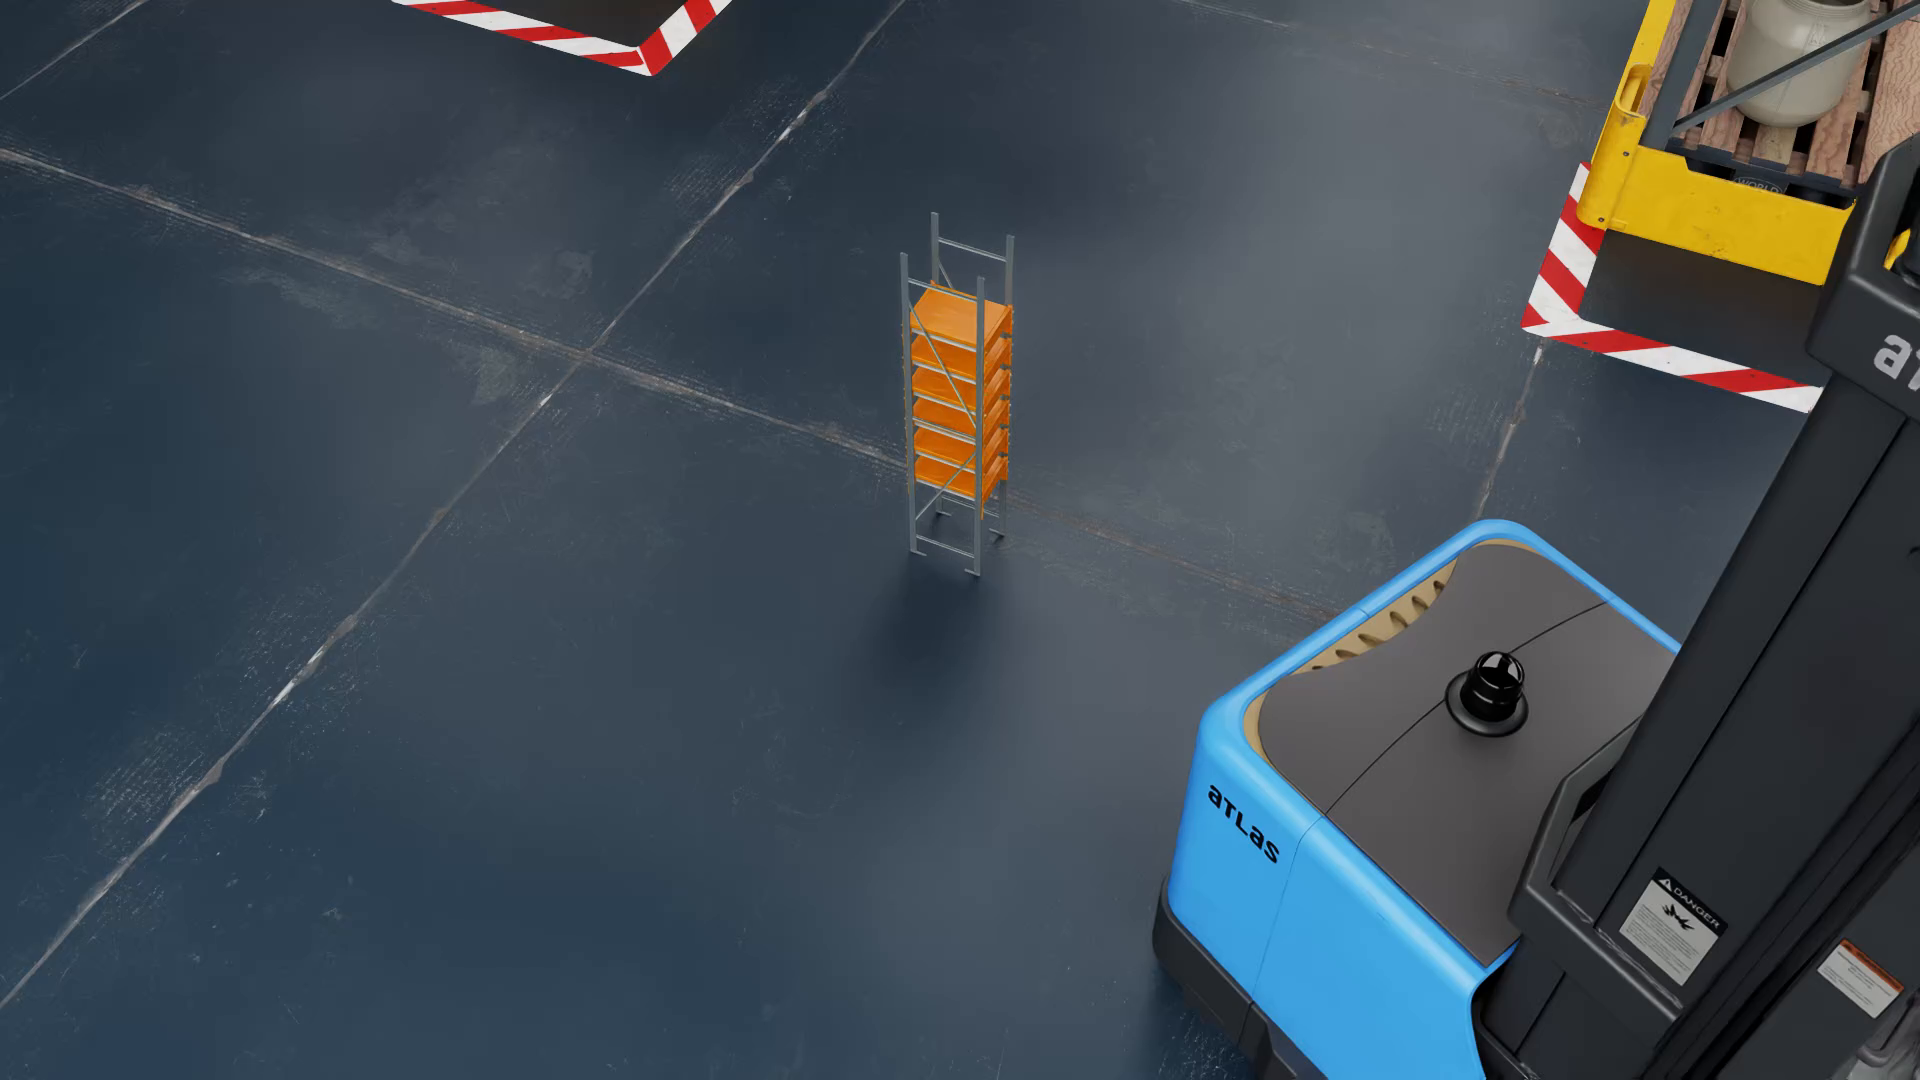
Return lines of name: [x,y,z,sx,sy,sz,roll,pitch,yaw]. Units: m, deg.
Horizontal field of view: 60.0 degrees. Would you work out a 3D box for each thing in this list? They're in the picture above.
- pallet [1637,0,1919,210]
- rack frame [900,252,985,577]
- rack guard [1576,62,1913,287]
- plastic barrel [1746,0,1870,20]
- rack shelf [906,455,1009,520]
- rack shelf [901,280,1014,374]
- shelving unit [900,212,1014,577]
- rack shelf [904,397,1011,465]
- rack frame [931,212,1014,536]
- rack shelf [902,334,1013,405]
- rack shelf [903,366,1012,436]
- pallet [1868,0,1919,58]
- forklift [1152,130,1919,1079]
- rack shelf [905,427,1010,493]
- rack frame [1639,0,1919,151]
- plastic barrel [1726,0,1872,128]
pallet: [3.265,-1.758,6.607,1.003,0.211,1.213,20,52,16]
rack frame: [-0.045,-0.316,4.731,0.240,1.200,0.006,20,52,16]
rack guard: [2.913,-1.294,6.023,1.175,0.500,0.348,20,52,16]
plastic barrel: [3.349,-2.189,6.501,0.421,0.512,0.421,0,50,0]
rack shelf: [-0.006,-0.195,5.001,0.258,0.103,0.180,20,52,16]
rack shelf: [-0.006,-0.583,4.544,0.258,0.103,0.180,20,52,16]
shelving unit: [-0.006,-0.379,4.785,0.258,1.200,0.189,20,52,16]
rack shelf: [-0.006,-0.350,4.818,0.258,0.103,0.180,20,52,16]
rack frame: [0.033,-0.442,4.838,0.240,1.200,0.006,20,52,16]
rack shelf: [-0.006,-0.506,4.636,0.258,0.103,0.180,20,52,16]
rack shelf: [-0.006,-0.428,4.727,0.258,0.103,0.180,20,52,16]
pallet: [3.787,-2.595,7.320,1.003,0.211,1.213,20,52,16]
forklift: [1.792,0.784,2.659,1.130,2.935,3.031,-31,56,-23]
rack shelf: [-0.006,-0.272,4.910,0.258,0.103,0.180,20,52,16]
rack frame: [2.923,-2.036,5.013,1.000,3.000,0.127,20,52,16]
plastic barrel: [3.135,-1.844,6.208,0.421,0.512,0.421,0,50,0]
